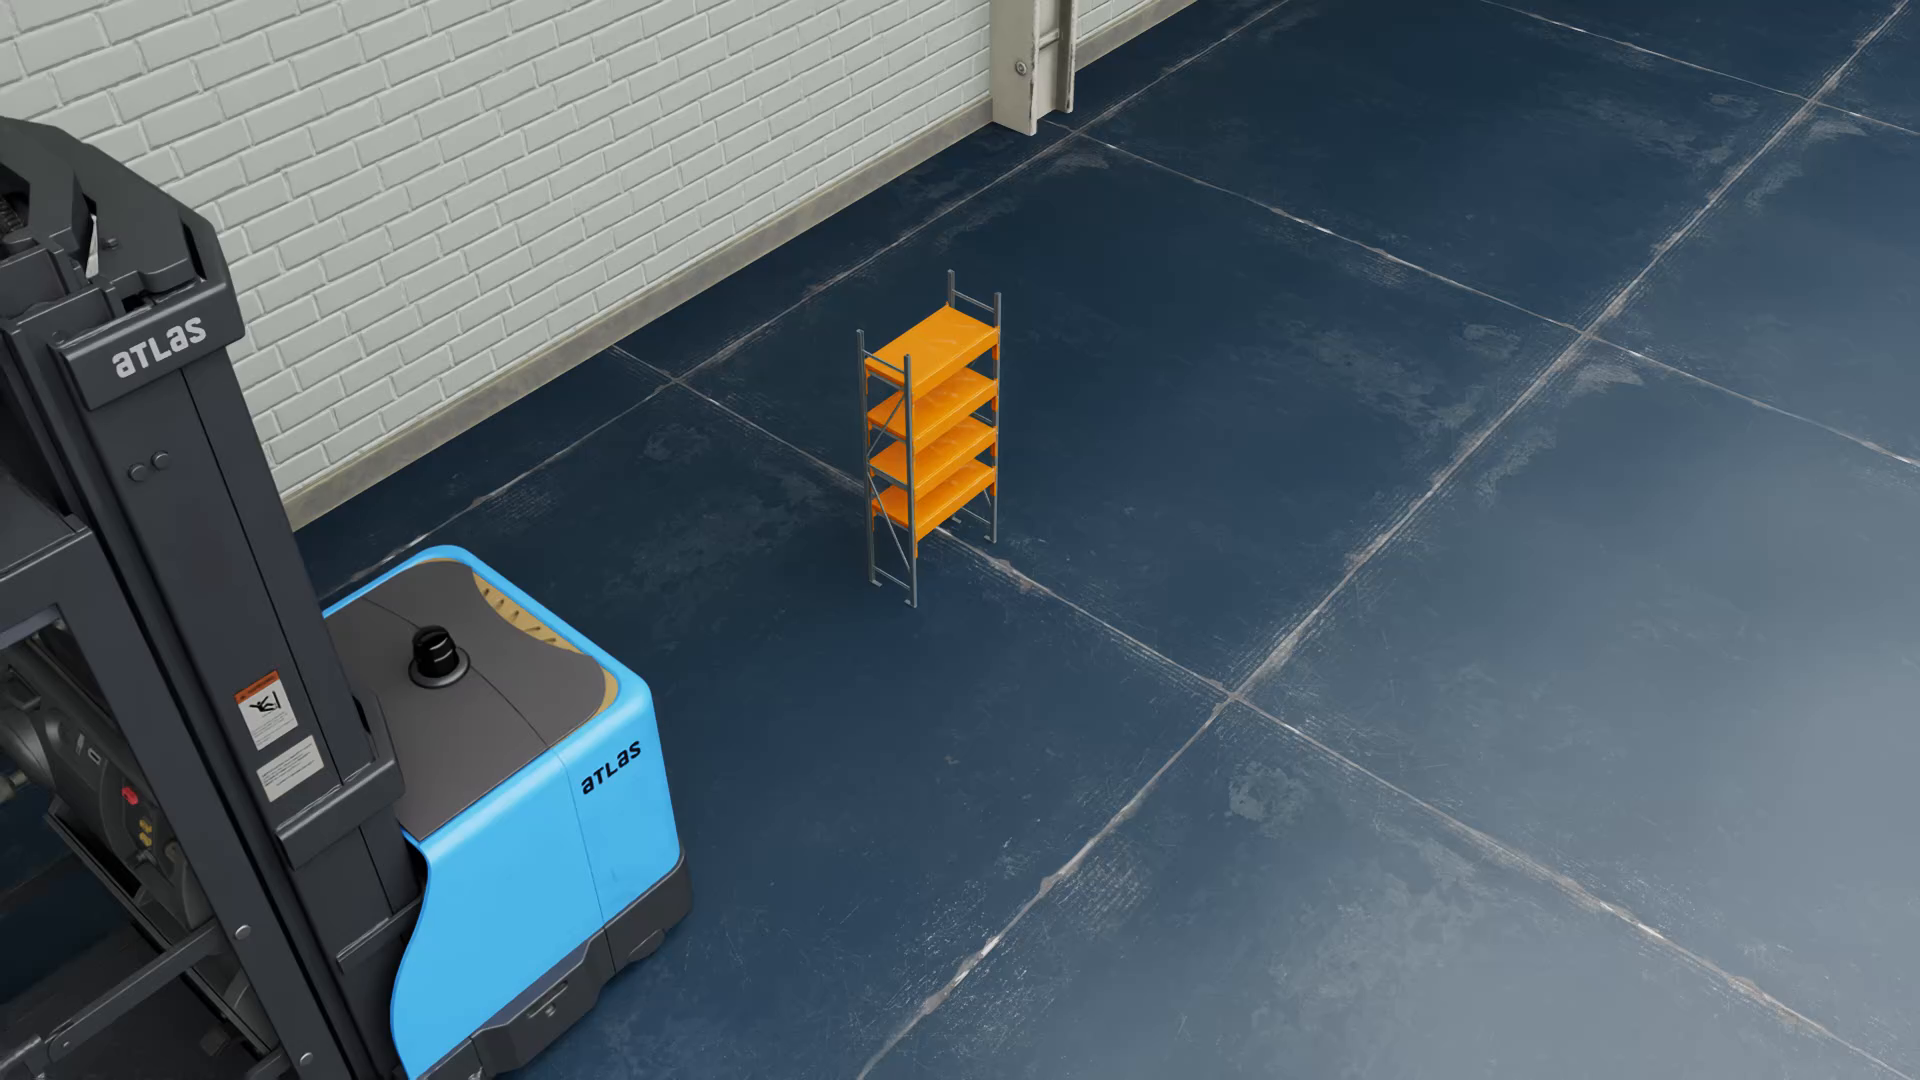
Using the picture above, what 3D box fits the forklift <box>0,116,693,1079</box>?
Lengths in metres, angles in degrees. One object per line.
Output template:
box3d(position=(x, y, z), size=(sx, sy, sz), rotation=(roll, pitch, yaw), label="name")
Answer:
box3d(position=(-2.210, 0.659, 3.847), size=(1.130, 2.935, 3.031), rotation=(30, 50, 29), label="forklift")

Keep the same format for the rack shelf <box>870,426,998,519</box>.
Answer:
box3d(position=(-0.107, -0.309, 6.298), size=(0.258, 0.148, 0.480), rotation=(29, 50, 28), label="rack shelf")

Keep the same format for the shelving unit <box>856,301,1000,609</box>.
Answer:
box3d(position=(-0.110, -0.356, 6.249), size=(0.258, 1.200, 0.492), rotation=(29, 50, 28), label="shelving unit")

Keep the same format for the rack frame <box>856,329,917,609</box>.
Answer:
box3d(position=(-0.264, -0.233, 6.114), size=(0.240, 1.200, 0.015), rotation=(29, 50, 28), label="rack frame")

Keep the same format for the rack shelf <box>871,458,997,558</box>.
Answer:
box3d(position=(-0.107, -0.162, 6.431), size=(0.258, 0.148, 0.480), rotation=(29, 50, 28), label="rack shelf")

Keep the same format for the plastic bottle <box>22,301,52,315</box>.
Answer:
box3d(position=(-1.926, -0.540, 3.196), size=(0.754, 0.105, 0.141), rotation=(28, 49, 27), label="plastic bottle")

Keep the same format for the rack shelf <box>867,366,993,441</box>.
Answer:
box3d(position=(-0.107, -0.514, 6.111), size=(0.221, 0.021, 0.457), rotation=(29, 50, 28), label="rack shelf")

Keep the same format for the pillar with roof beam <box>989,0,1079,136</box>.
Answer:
box3d(position=(3.695, -3.871, 4.318), size=(9.100, 9.000, 0.400), rotation=(29, 50, 28), label="pillar with roof beam")

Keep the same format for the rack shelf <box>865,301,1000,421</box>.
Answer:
box3d(position=(-0.106, -0.649, 5.988), size=(0.258, 0.148, 0.480), rotation=(29, 50, 28), label="rack shelf")
